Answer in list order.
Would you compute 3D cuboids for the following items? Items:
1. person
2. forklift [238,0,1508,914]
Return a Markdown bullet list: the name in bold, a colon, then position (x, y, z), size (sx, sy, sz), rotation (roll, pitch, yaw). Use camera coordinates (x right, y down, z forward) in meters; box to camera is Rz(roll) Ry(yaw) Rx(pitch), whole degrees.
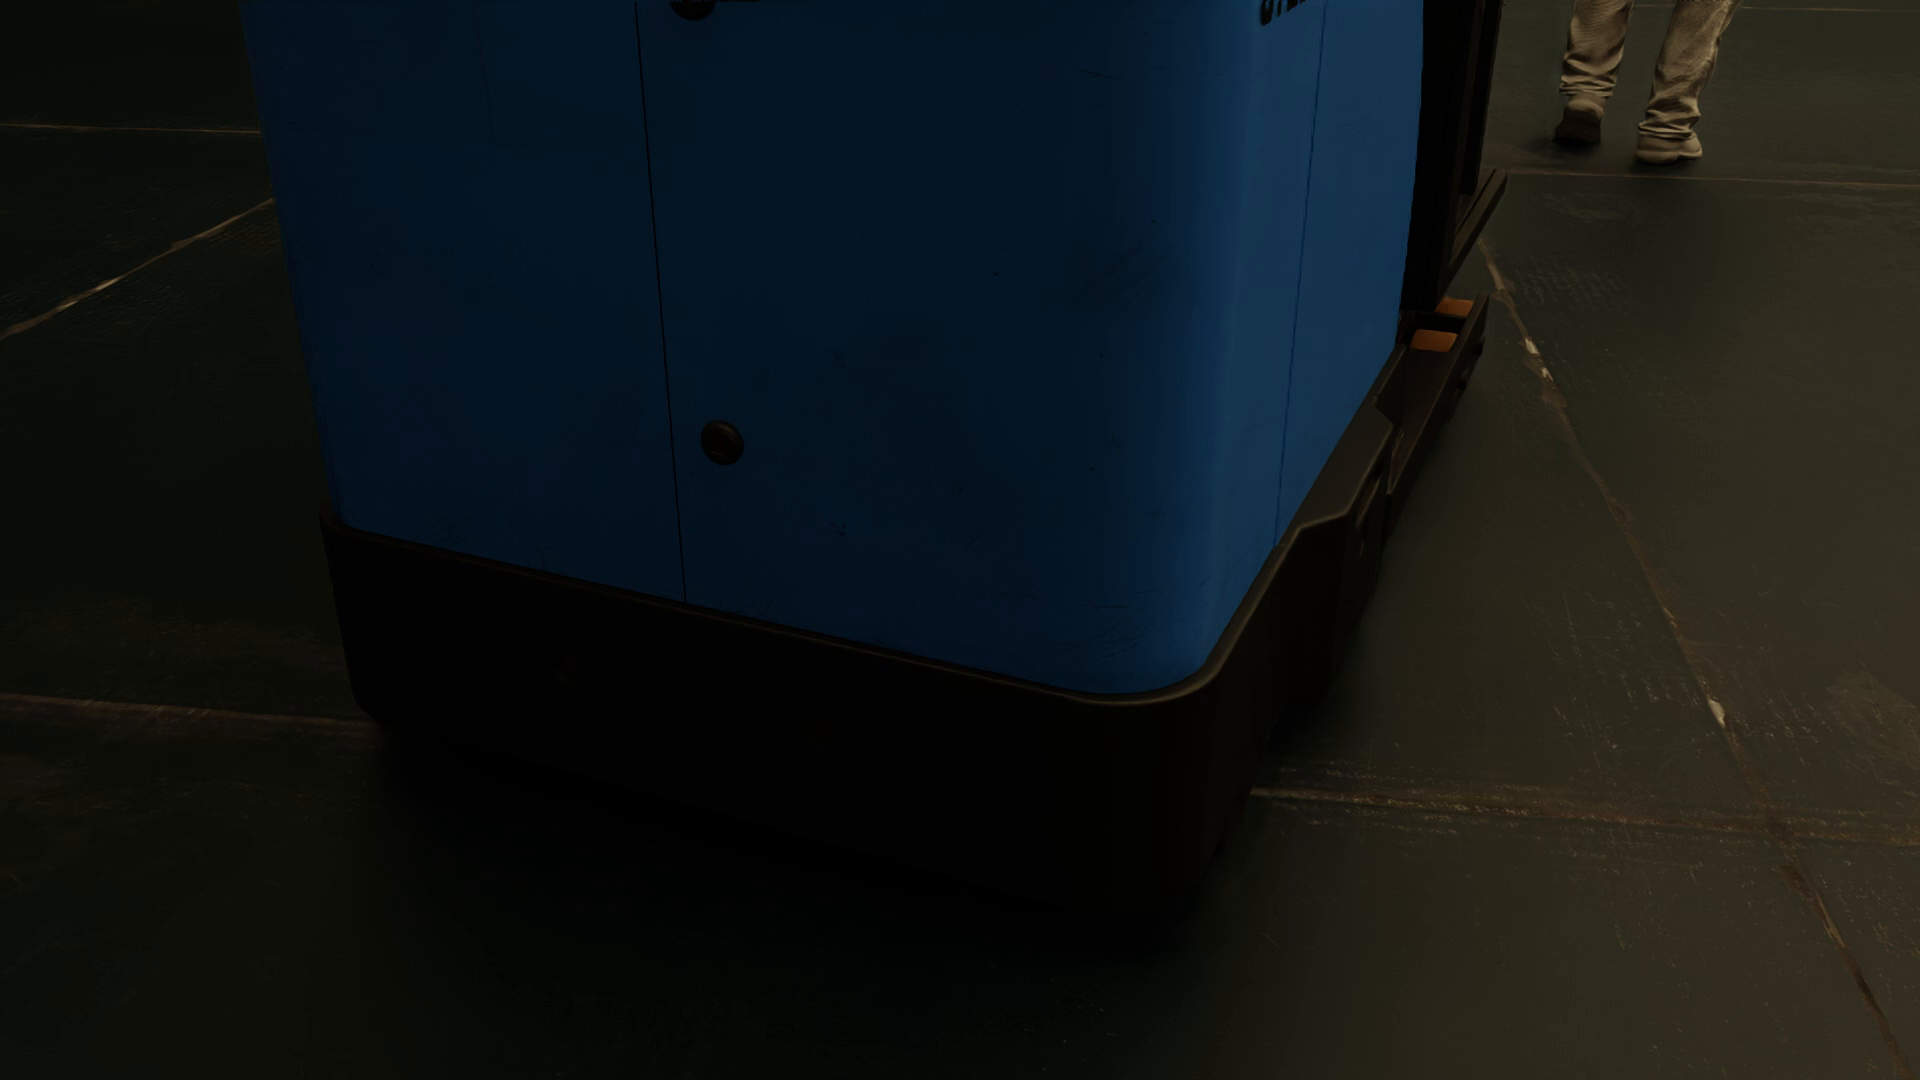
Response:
- **person**: position (1.882, -1.846, 4.328), size (0.747, 1.754, 0.690), rotation (11, 29, 21)
- **forklift**: position (0.328, -1.582, 2.387), size (1.130, 2.935, 3.031), rotation (11, 29, 21)
